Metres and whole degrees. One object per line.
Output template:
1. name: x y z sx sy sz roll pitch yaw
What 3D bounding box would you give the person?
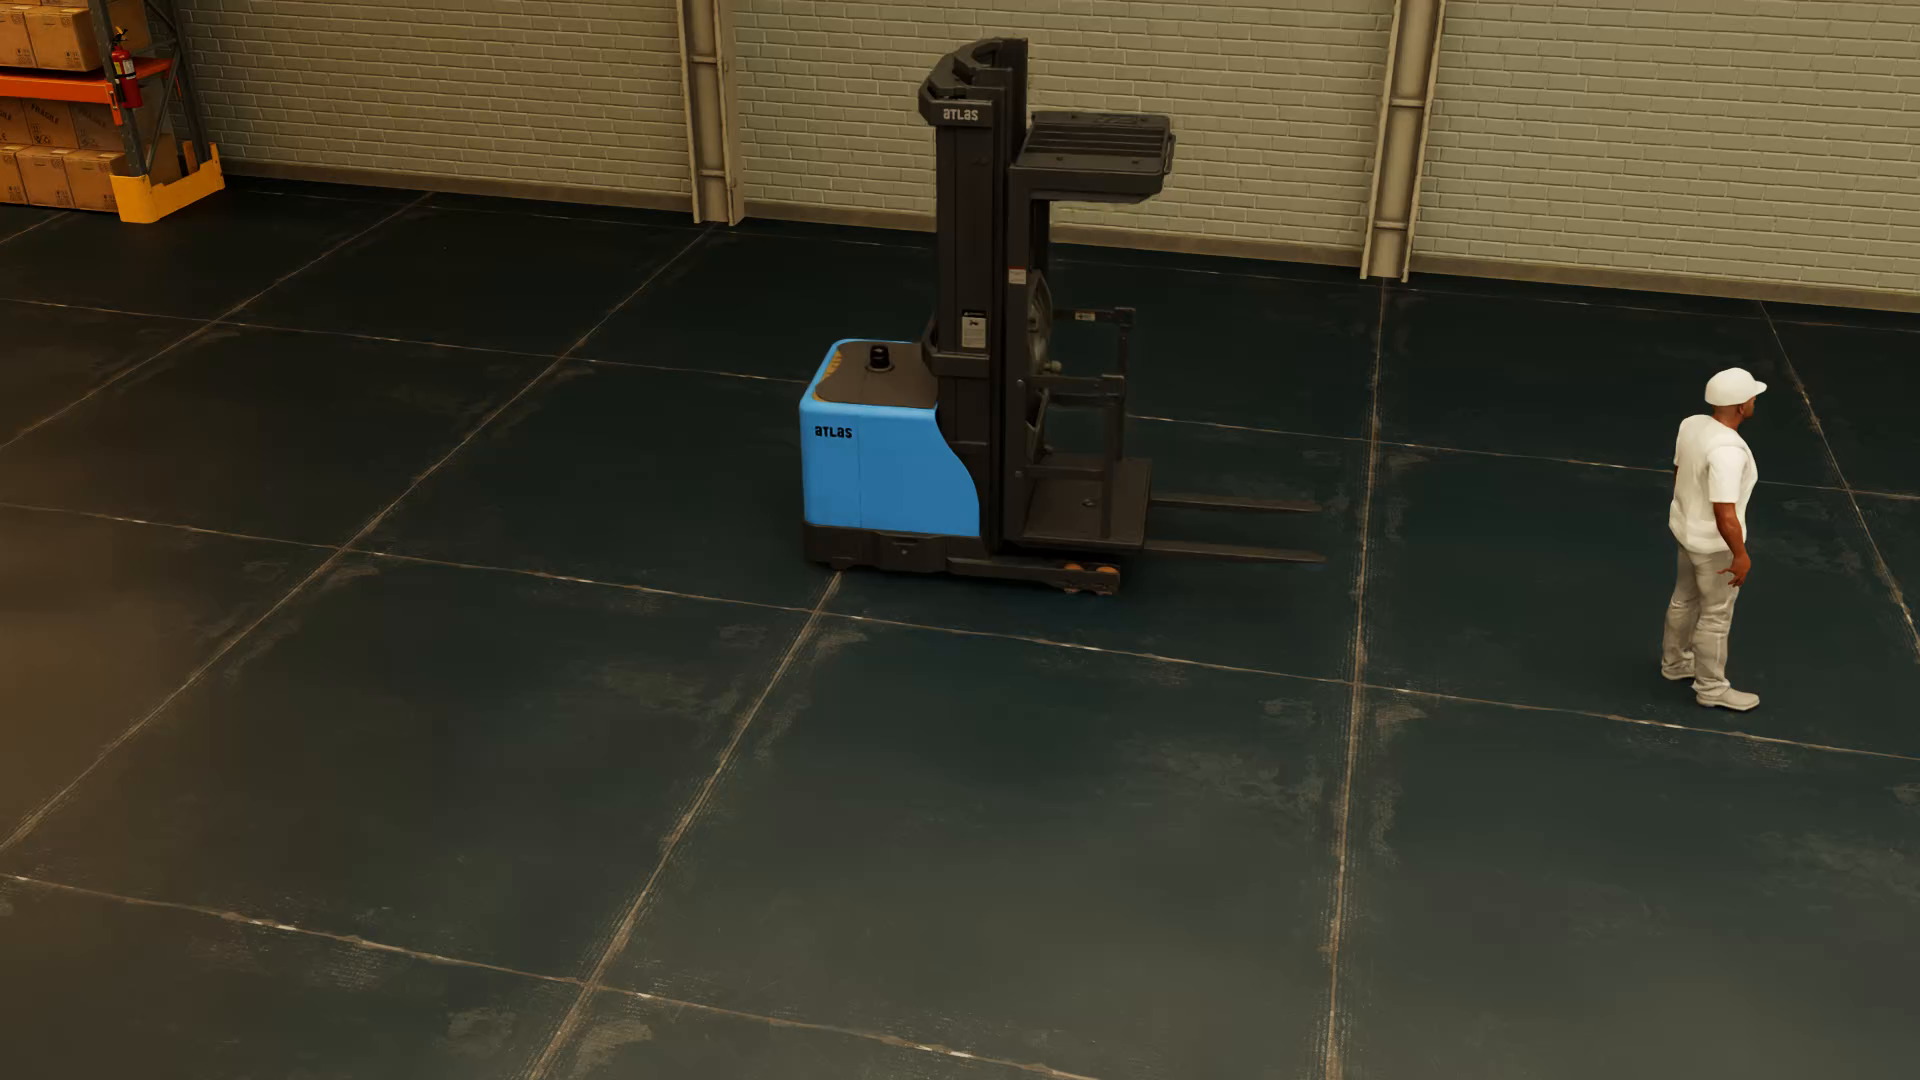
1. person: 3.851 -0.030 8.395 0.563 1.768 0.664 0 30 0

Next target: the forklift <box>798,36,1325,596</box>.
1. forklift: 0.635 -1.237 9.353 3.031 2.935 1.130 4 30 8
